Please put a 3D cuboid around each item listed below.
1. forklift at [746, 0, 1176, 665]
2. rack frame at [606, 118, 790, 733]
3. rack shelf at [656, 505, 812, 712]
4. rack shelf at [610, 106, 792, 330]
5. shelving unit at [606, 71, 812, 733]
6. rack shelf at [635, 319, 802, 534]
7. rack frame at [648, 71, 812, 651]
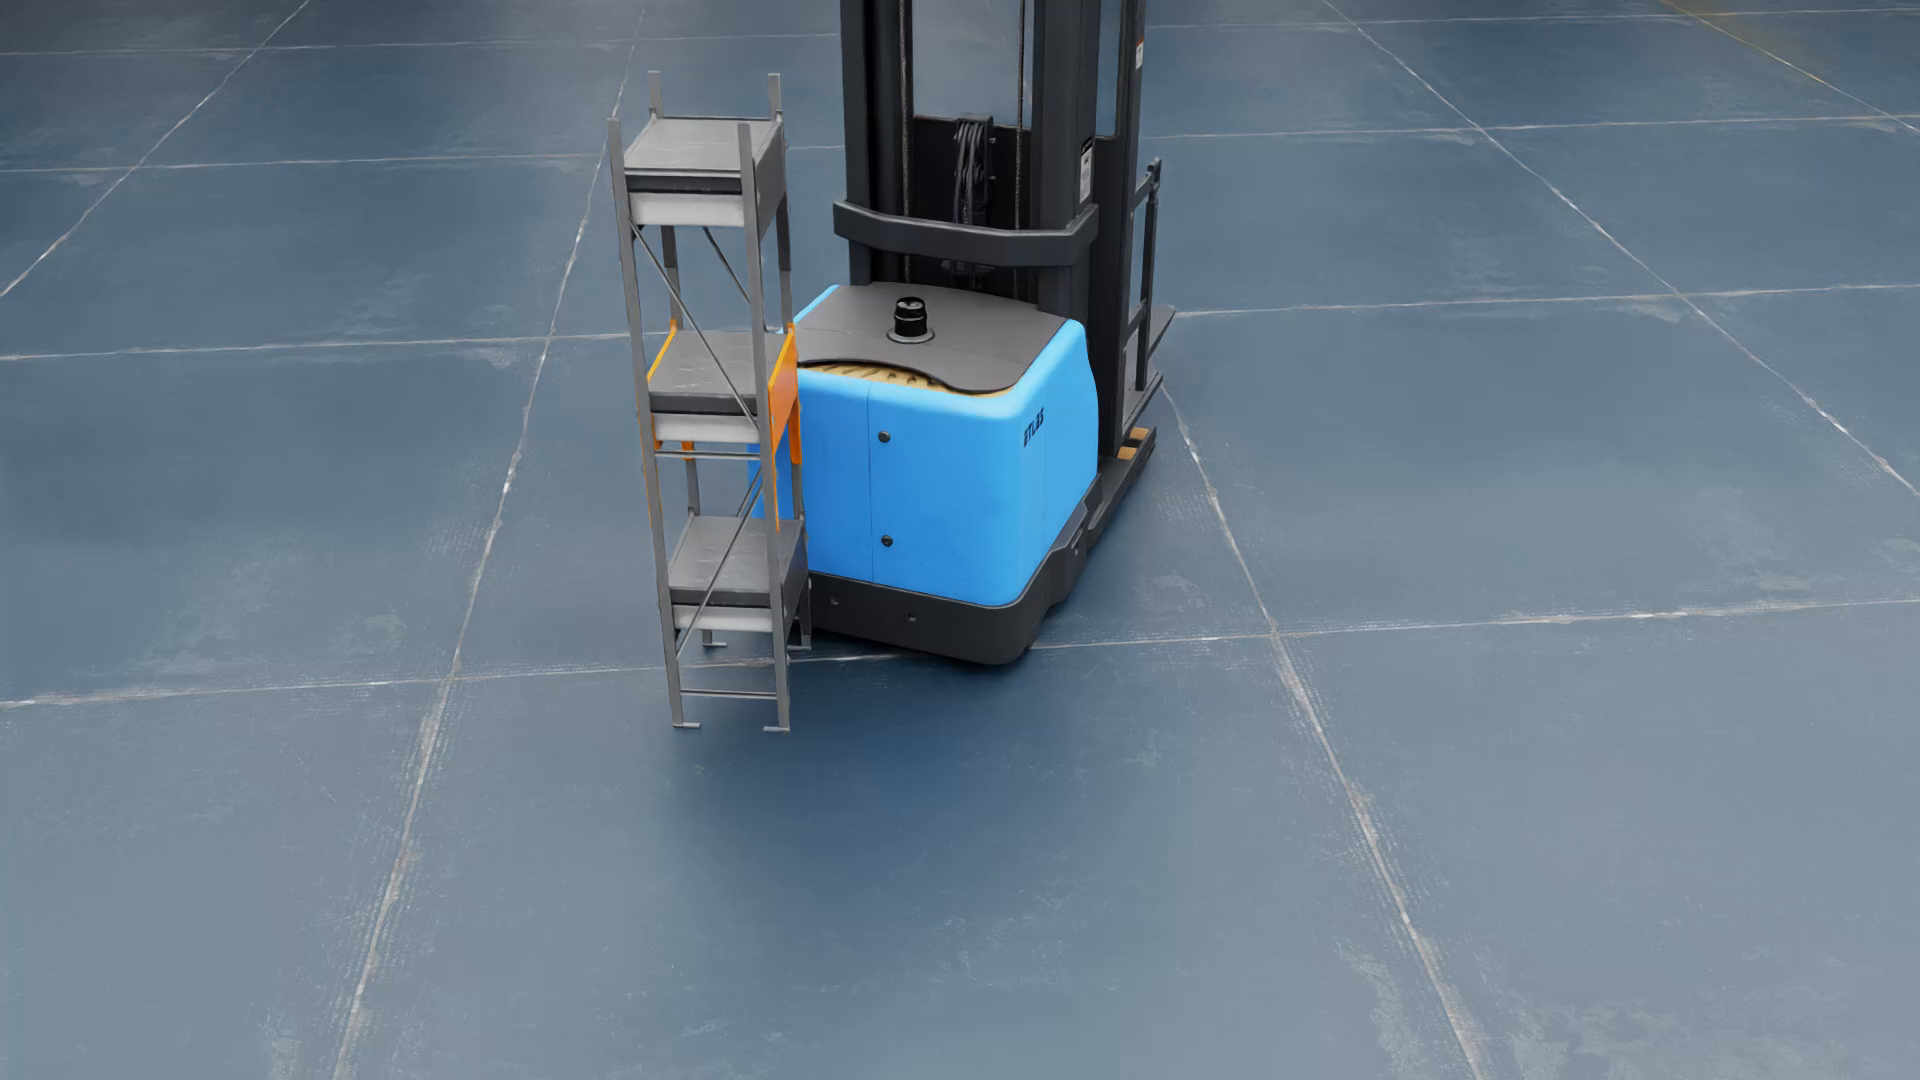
[{"bbox_3d":[0.221,-1.560,6.504,1.130,2.935,3.031,11,33,18],"label":"forklift"},{"bbox_3d":[-0.779,-0.257,5.133,0.400,2.100,0.015,2,31,4],"label":"rack frame"},{"bbox_3d":[-0.761,0.231,5.708,0.431,0.518,0.480,2,31,4],"label":"rack shelf"},{"bbox_3d":[-0.761,-0.971,4.990,0.431,0.518,0.480,2,31,4],"label":"rack shelf"},{"bbox_3d":[-0.761,-0.382,5.342,0.431,2.100,0.503,2,31,4],"label":"shelving unit"},{"bbox_3d":[-0.761,-0.370,5.349,0.431,0.518,0.480,2,31,4],"label":"rack shelf"},{"bbox_3d":[-0.743,-0.507,5.551,0.400,2.100,0.015,2,31,4],"label":"rack frame"}]
